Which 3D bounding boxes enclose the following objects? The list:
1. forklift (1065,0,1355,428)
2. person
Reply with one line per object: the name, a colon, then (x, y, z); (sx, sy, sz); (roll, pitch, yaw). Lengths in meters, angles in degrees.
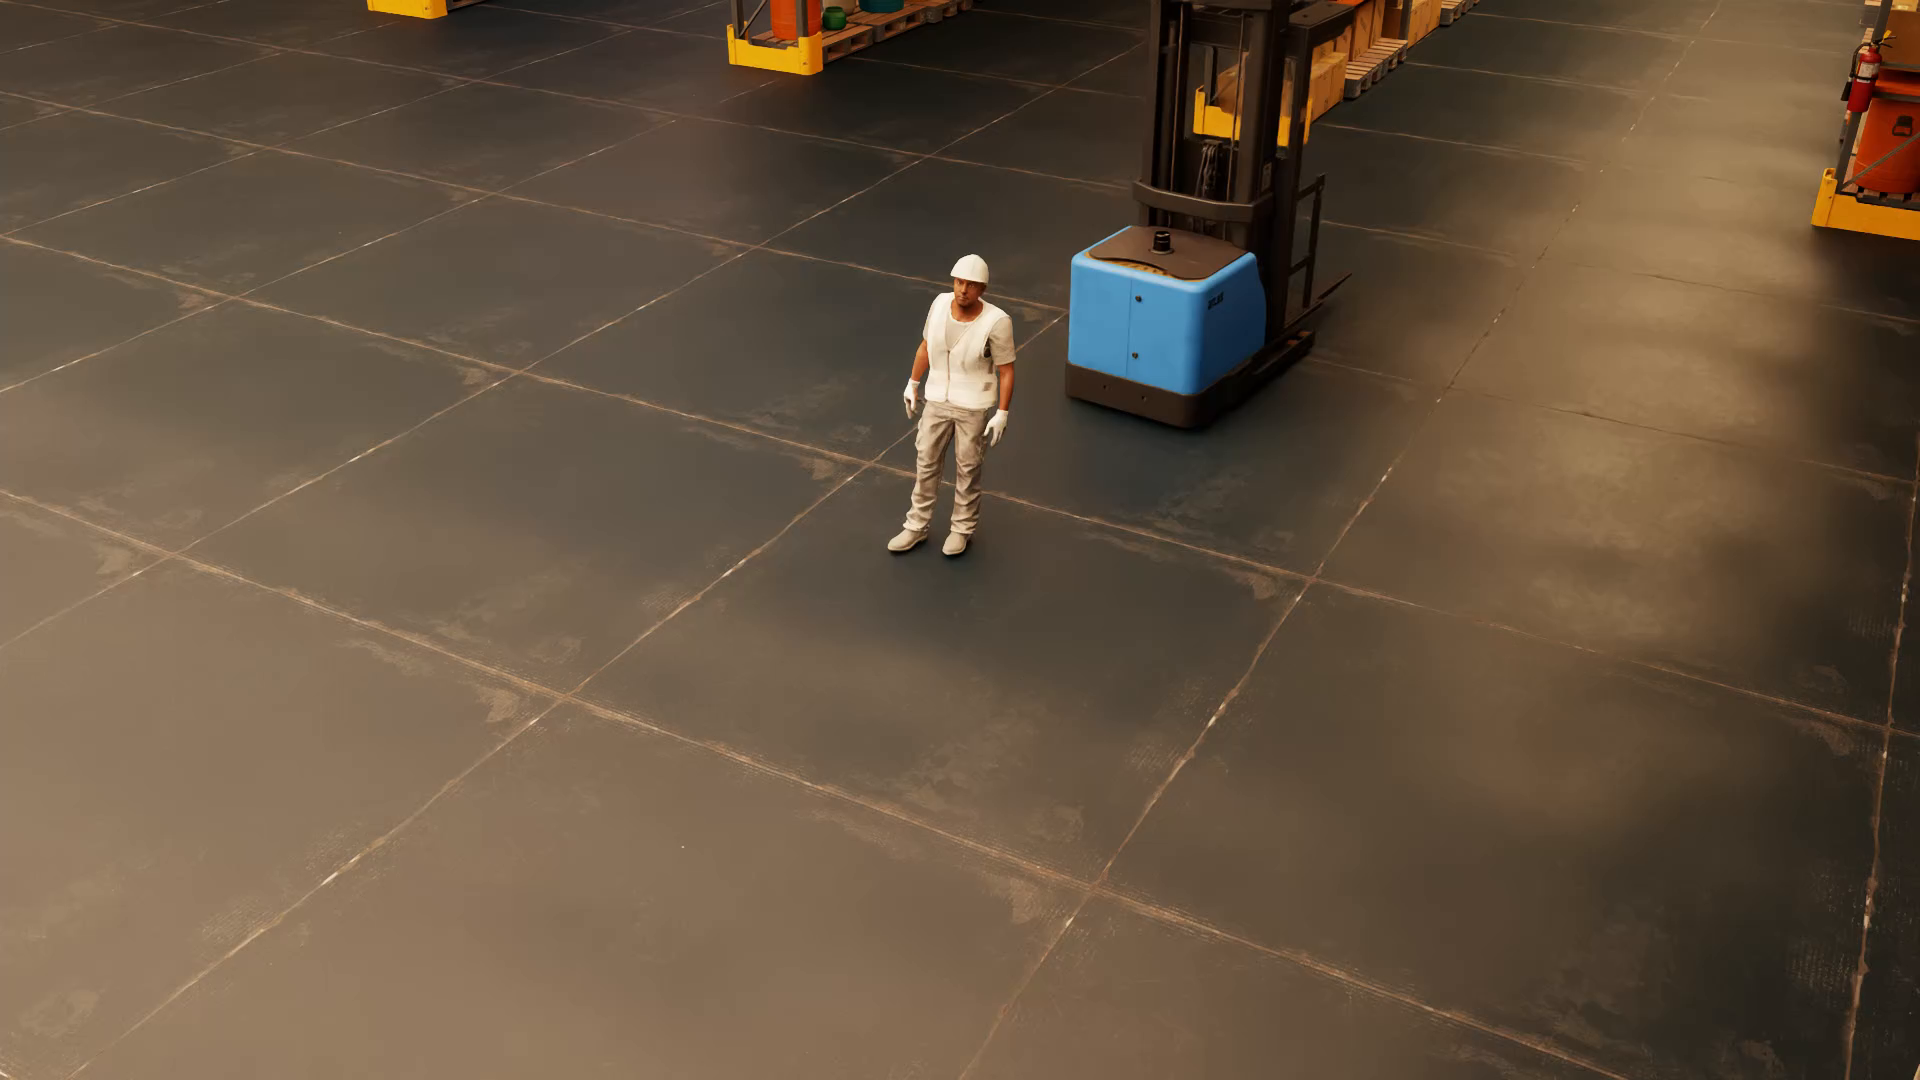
forklift: (1.993, -2.708, 11.763); (1.130, 2.935, 3.031); (19, 35, 30)
person: (-0.042, -0.750, 9.503); (0.656, 1.782, 0.577); (15, 33, 25)
